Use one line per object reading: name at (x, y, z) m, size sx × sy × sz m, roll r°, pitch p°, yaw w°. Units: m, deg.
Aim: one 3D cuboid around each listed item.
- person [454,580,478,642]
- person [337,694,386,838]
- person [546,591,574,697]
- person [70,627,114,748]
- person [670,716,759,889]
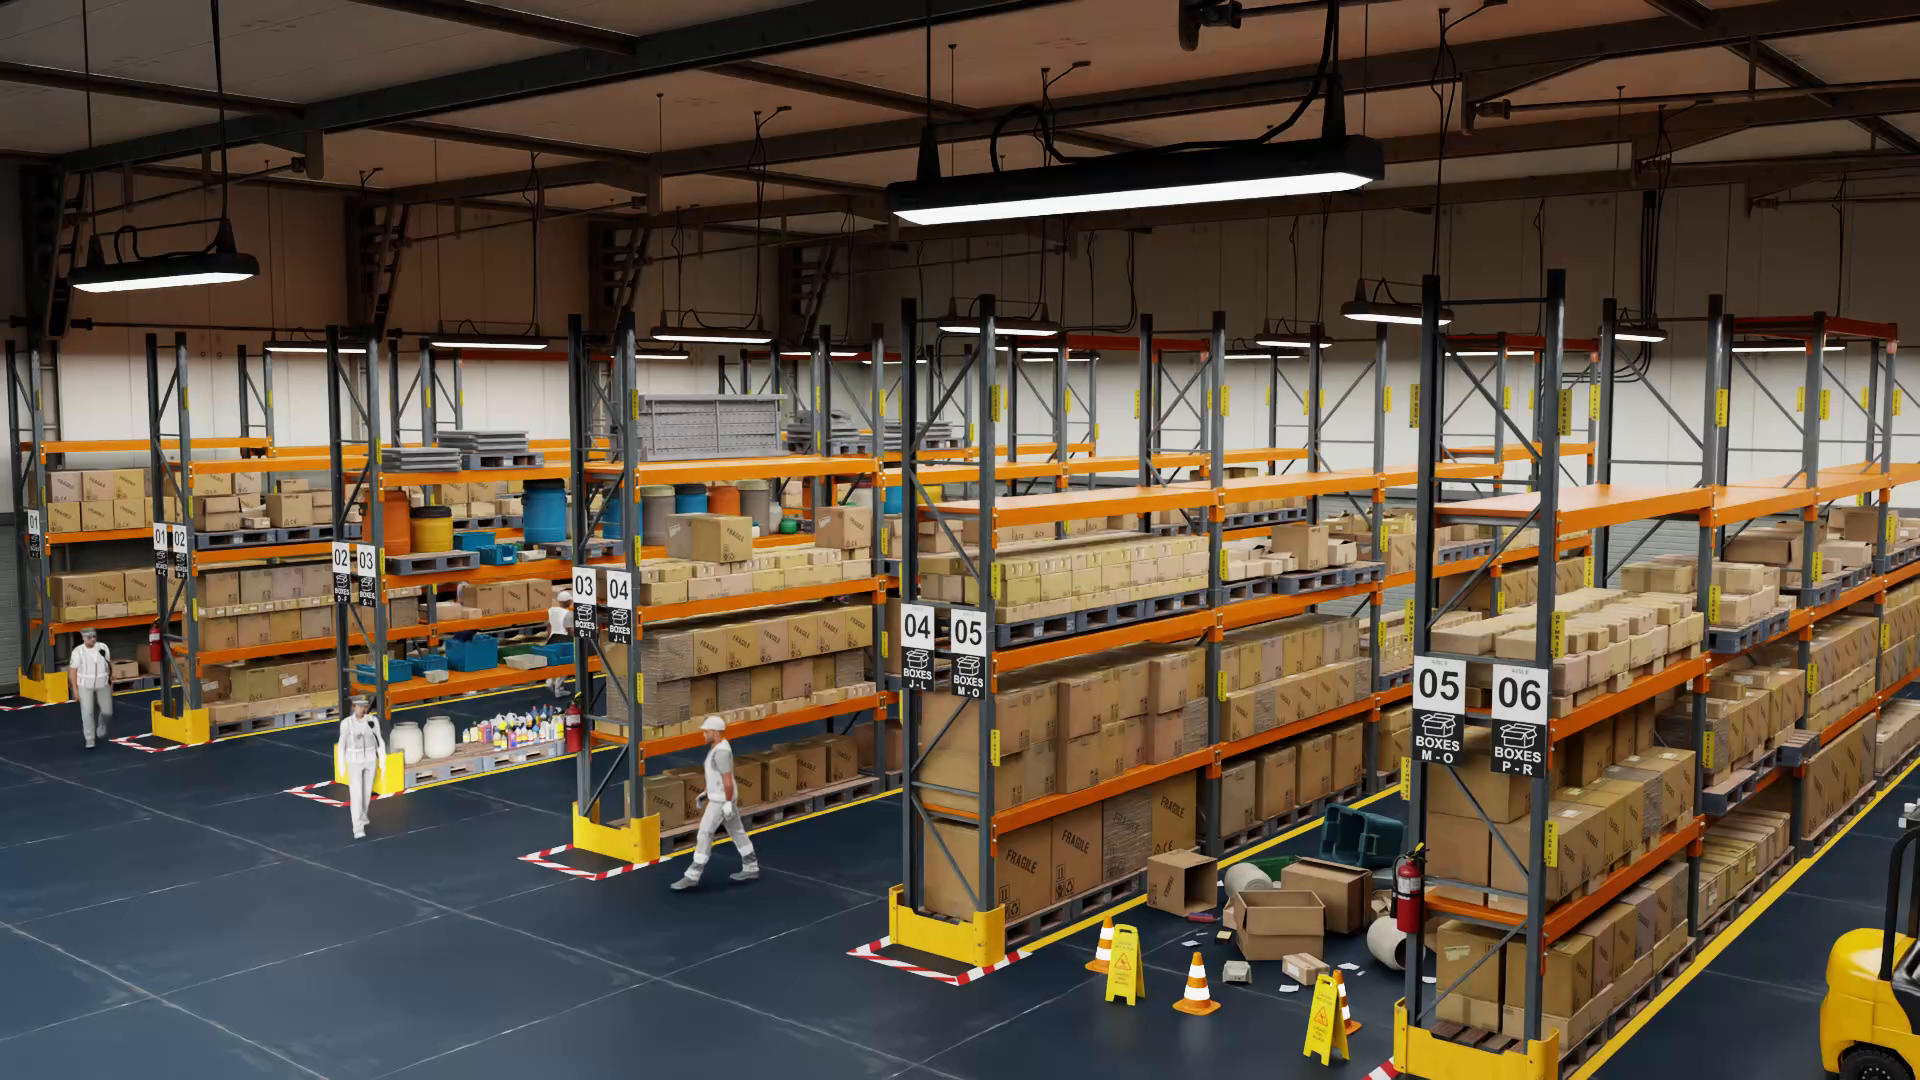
person at (-9.719, 1.421, 32.565) m, size 0.456 × 1.620 × 0.537 m, roll -3°, pitch 6°, yaw -32°
person at (-6.985, 2.606, 19.430) m, size 0.505 × 1.643 × 0.894 m, roll -4°, pitch 7°, yaw -40°
person at (-6.725, 1.747, 28.012) m, size 0.605 × 1.782 × 0.457 m, roll 5°, pitch 7°, yaw 42°
person at (-12.629, 2.102, 24.193) m, size 0.558 × 1.736 × 0.726 m, roll -3°, pitch 6°, yaw -31°
person at (-2.561, 2.707, 17.345) m, size 0.900 × 1.746 × 0.563 m, roll 0°, pitch 5°, yaw -4°
